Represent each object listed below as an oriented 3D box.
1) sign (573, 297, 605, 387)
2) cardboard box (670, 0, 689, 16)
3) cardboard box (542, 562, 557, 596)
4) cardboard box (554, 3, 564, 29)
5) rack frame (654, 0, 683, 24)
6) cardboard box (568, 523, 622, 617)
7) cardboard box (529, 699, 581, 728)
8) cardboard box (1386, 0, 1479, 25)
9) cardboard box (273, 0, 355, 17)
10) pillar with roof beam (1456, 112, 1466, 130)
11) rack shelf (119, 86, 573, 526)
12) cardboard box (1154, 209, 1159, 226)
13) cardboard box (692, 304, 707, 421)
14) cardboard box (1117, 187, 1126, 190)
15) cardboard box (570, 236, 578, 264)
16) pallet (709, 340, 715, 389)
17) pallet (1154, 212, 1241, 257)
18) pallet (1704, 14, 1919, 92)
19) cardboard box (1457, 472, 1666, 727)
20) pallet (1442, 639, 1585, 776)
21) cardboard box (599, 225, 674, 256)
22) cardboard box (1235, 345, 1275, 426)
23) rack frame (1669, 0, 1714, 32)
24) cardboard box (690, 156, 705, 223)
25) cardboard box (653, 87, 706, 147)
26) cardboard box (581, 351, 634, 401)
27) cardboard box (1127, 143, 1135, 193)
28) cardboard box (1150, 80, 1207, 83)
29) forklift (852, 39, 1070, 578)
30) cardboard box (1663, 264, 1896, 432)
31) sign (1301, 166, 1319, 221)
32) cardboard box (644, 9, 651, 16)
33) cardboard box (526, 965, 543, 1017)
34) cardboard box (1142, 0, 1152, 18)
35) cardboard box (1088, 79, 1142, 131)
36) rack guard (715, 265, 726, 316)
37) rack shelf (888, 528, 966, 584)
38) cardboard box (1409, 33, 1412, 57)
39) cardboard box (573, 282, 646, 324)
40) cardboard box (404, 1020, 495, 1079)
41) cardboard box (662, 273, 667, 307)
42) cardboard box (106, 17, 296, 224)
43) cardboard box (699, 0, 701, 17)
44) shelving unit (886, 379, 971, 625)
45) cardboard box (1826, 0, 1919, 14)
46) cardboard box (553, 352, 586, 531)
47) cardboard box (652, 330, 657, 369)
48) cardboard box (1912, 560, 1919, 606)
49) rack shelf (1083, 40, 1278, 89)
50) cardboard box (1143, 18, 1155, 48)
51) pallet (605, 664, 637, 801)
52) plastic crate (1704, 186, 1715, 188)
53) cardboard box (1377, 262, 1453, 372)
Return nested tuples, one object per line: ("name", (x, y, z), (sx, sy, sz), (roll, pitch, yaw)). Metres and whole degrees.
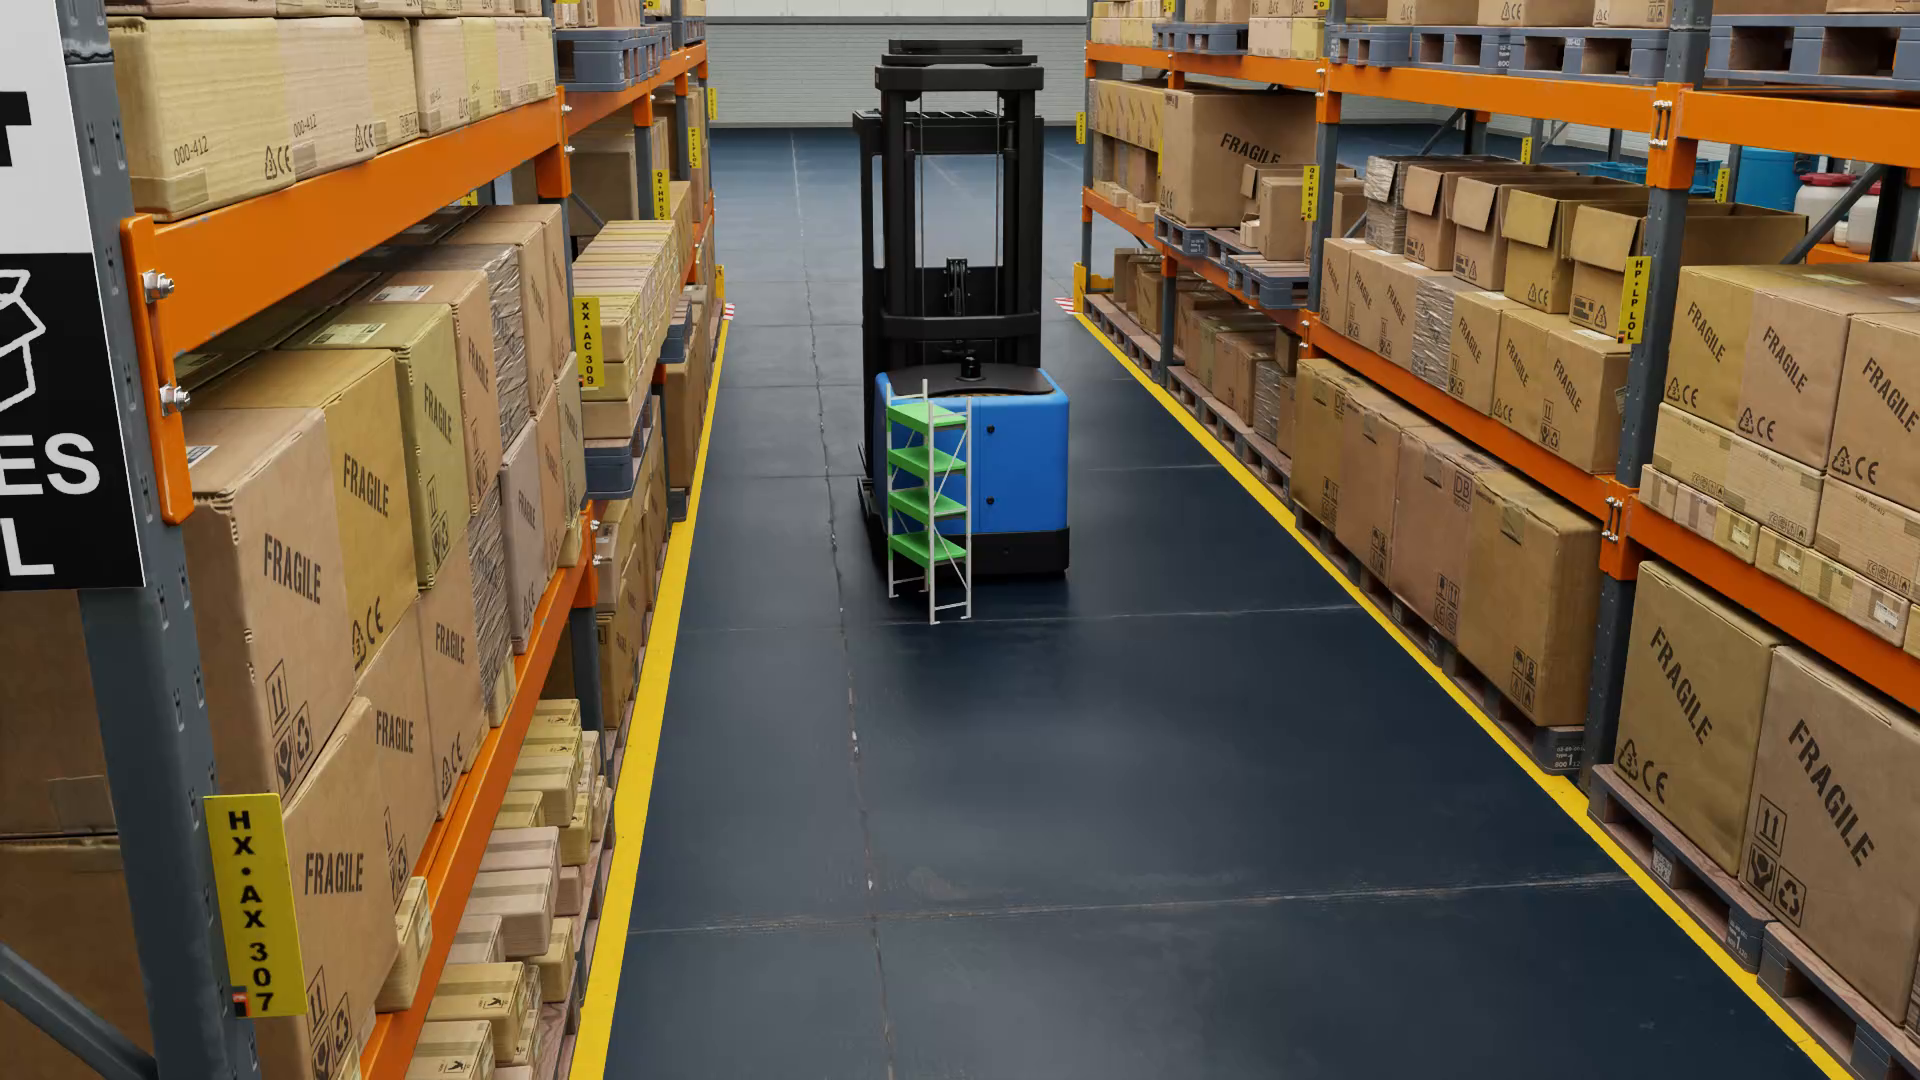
("sign", (-1.340, -0.711, 5.987), (0.100, 0.325, 0.005), (-2, 18, -6))
("cardboard box", (-2.404, -4.340, 13.538), (0.380, 0.149, 0.250), (-2, 18, -7))
("cardboard box", (-1.514, 0.074, 5.353), (0.380, 0.149, 0.250), (-1, 17, -3))
("cardboard box", (-1.809, -2.074, 5.900), (0.700, 0.500, 0.500), (-2, 18, -6))
("rack frame", (-2.704, -5.524, 12.750), (1.000, 3.000, 0.127), (-2, 18, -6))
("cardboard box", (-1.693, 0.128, 6.983), (0.500, 0.250, 0.500), (-3, 18, -8))
("cardboard box", (-1.583, 0.695, 6.019), (0.380, 0.149, 0.250), (-1, 17, -4))
("cardboard box", (2.787, -3.095, 9.145), (0.797, 0.503, 0.637), (-1, 17, -2))
("cardboard box", (-1.308, -0.979, 2.696), (0.500, 0.250, 0.500), (-2, 18, -6))
("pillar with roof beam", (10.164, -15.921, 45.867), (9.100, 9.000, 0.400), (-2, 18, -6))
("rack shelf", (-1.673, -0.771, 3.817), (1.077, 0.370, 4.000), (-2, 18, -6))
("cardboard box", (1.909, -2.795, 14.491), (0.380, 0.149, 0.250), (-2, 18, -6))
("cardboard box", (-2.455, -1.319, 12.426), (1.050, 0.750, 0.750), (-2, 18, -6))
("cardboard box", (1.755, -3.392, 16.395), (0.380, 0.149, 0.250), (-2, 18, -6))
("cardboard box", (-2.605, -1.644, 10.238), (0.500, 0.500, 0.500), (-2, 18, -6))
("pallet", (-2.705, -1.561, 14.795), (1.003, 0.211, 1.213), (-2, 18, -6))
("pallet", (2.174, -2.461, 13.330), (1.003, 0.211, 1.213), (-2, 18, -6))
("pallet", (3.139, -1.546, 5.235), (1.003, 0.211, 1.213), (-2, 18, -6))
("cardboard box", (2.979, 0.222, 7.309), (1.225, 0.875, 0.875), (-2, 18, -5))
("pallet", (2.910, 0.701, 7.591), (1.003, 0.211, 1.213), (-2, 18, -6))
("cardboard box", (-1.761, -1.628, 9.079), (0.380, 0.149, 0.250), (-2, 18, -6))
("cardboard box", (2.428, -1.143, 12.249), (0.700, 0.500, 0.500), (0, 17, -1))
("rack frame", (3.065, -3.264, 5.550), (1.000, 3.000, 0.127), (-2, 18, -6))
("cardboard box", (-2.772, -3.171, 15.019), (0.875, 0.550, 0.550), (-2, 18, -6))
("cardboard box", (-2.969, -4.168, 16.391), (0.875, 0.550, 0.550), (-2, 18, -6))
("cardboard box", (-1.462, -0.632, 6.406), (0.380, 0.149, 0.250), (-1, 17, -5))
("cardboard box", (2.076, -3.557, 15.835), (0.875, 0.500, 0.500), (-2, 18, -6))
("cardboard box", (2.187, -4.338, 16.656), (0.500, 0.500, 0.500), (-2, 18, -6))
("forklift", (-0.079, -1.586, 10.335), (1.130, 2.935, 3.031), (-2, 18, -7))
("cardboard box", (2.860, -0.679, 5.834), (0.500, 0.500, 0.500), (-2, 18, -6))
("sign", (2.113, -2.088, 10.021), (0.100, 0.325, 0.005), (-2, 18, -6))
("cardboard box", (-2.148, -3.329, 10.047), (0.500, 0.311, 0.500), (-2, 18, -6))
("cardboard box", (-1.433, 1.376, 4.845), (0.380, 0.149, 0.250), (-1, 17, -5))
("cardboard box", (1.816, -4.659, 14.586), (0.380, 0.149, 0.250), (-2, 18, -7))
("cardboard box", (1.613, -4.471, 17.078), (0.500, 0.500, 0.500), (-2, 18, -6))
("rack guard", (-3.119, -2.668, 17.841), (1.175, 0.500, 0.348), (-2, 18, -6))
("rack shelf", (-0.168, 0.082, 8.928), (0.258, 0.148, 0.480), (-9, 20, -27))
("cardboard box", (2.857, -3.101, 10.289), (0.500, 0.250, 0.500), (-1, 17, -5))
("cardboard box", (-1.544, -1.008, 7.106), (0.380, 0.149, 0.250), (-2, 18, -6))
("cardboard box", (-1.356, 1.311, 4.059), (0.380, 0.149, 0.250), (-1, 17, -3))
("cardboard box", (-1.680, -1.253, 8.382), (0.380, 0.149, 0.250), (-2, 18, -6))
("cardboard box", (-1.259, -0.588, 2.285), (0.500, 0.250, 0.500), (-1, 17, -4))
("cardboard box", (-2.615, -4.946, 15.467), (0.380, 0.149, 0.250), (-2, 18, -5))
("shelving unit", (-0.168, -0.208, 8.837), (0.258, 1.200, 0.503), (-9, 20, -27))
("cardboard box", (3.205, -1.897, 5.170), (0.700, 0.500, 0.500), (-3, 18, -9))
("cardboard box", (-1.548, -0.333, 5.566), (0.500, 0.500, 0.500), (-2, 18, -6))
("cardboard box", (-1.602, -0.879, 7.689), (0.380, 0.149, 0.250), (-2, 18, -7))
("cardboard box", (3.001, 0.126, 4.522), (0.500, 0.250, 0.500), (-2, 18, -6))
("rack shelf", (2.033, -4.469, 15.597), (1.077, 0.370, 4.000), (-2, 18, -6))
("cardboard box", (1.889, -4.428, 14.517), (0.500, 0.250, 0.500), (-1, 17, -4))
("pallet", (-1.961, 0.820, 7.213), (1.003, 0.211, 1.213), (-2, 18, -6))
("plastic crate", (7.307, -3.250, 15.876), (0.450, 0.188, 0.662), (-2, 18, -6))
("cardboard box", (2.544, -1.182, 8.766), (0.500, 0.500, 0.500), (-2, 18, -7))
